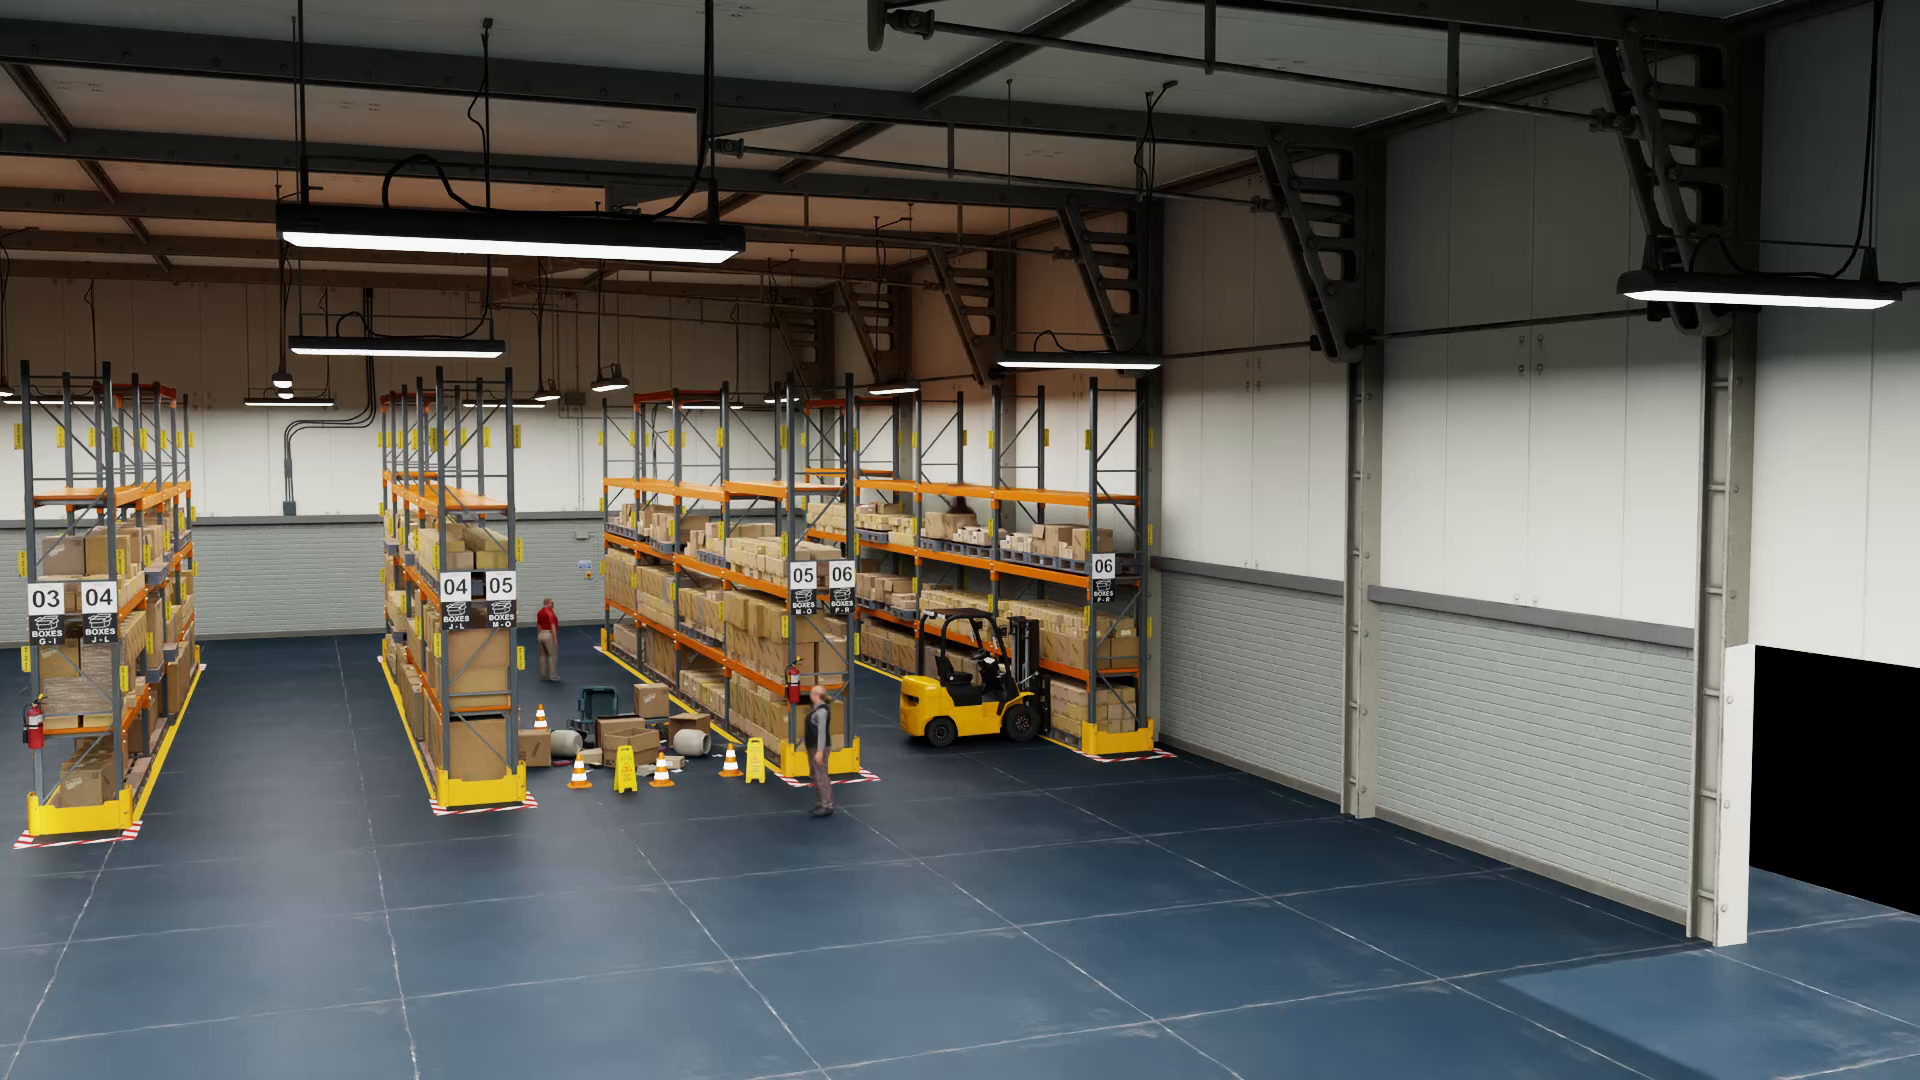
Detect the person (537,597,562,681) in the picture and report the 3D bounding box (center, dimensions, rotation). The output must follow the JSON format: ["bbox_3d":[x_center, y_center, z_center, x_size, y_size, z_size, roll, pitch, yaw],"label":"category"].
[{"bbox_3d":[-8.522,2.055,34.531,0.593,1.726,0.418,3,5,40],"label":"person"}]

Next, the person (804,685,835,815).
[{"bbox_3d":[-1.890,2.814,22.213,0.397,1.758,0.646,-1,4,-15],"label":"person"}]
